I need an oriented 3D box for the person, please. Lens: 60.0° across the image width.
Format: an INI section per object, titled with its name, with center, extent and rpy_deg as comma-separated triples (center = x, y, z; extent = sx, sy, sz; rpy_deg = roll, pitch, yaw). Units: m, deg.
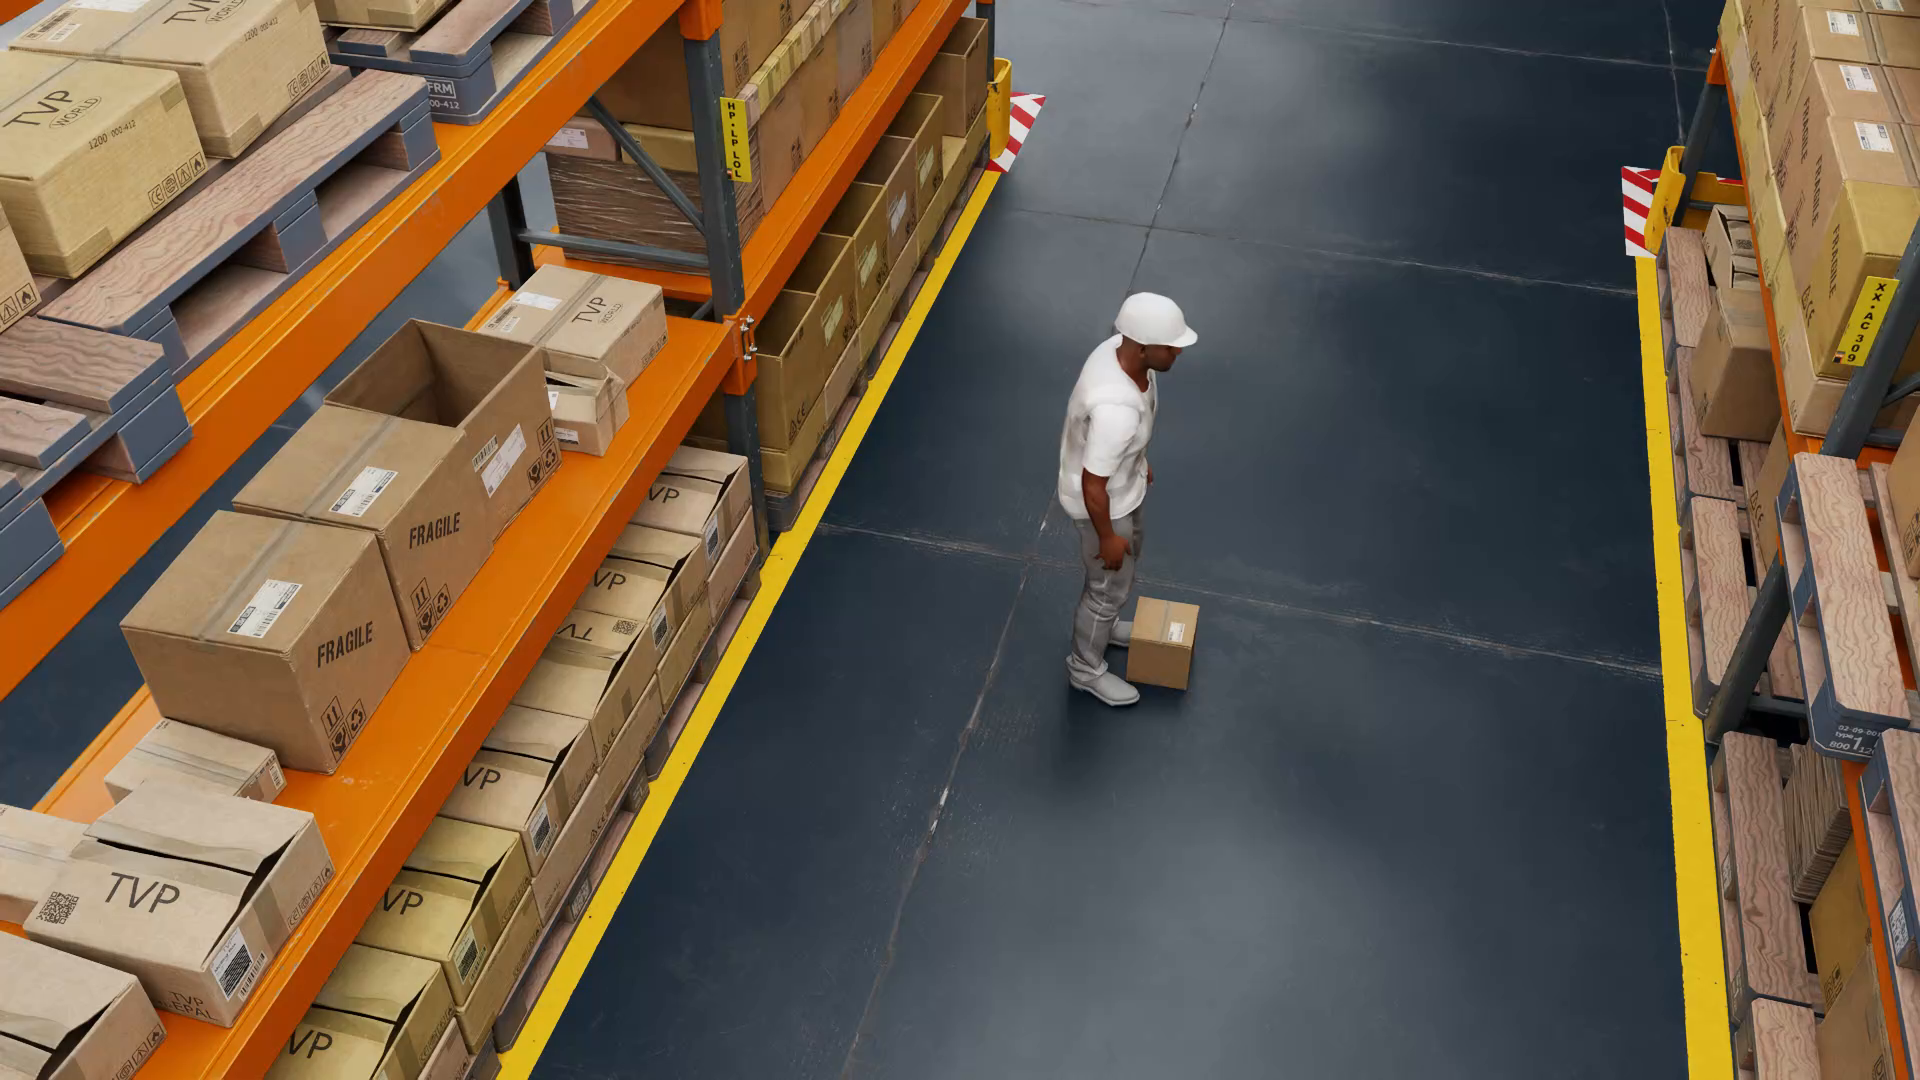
[person]
center = 0.606, -0.177, 6.348
extent = 0.456, 1.761, 0.628
rpy_deg = 10, 42, 12
